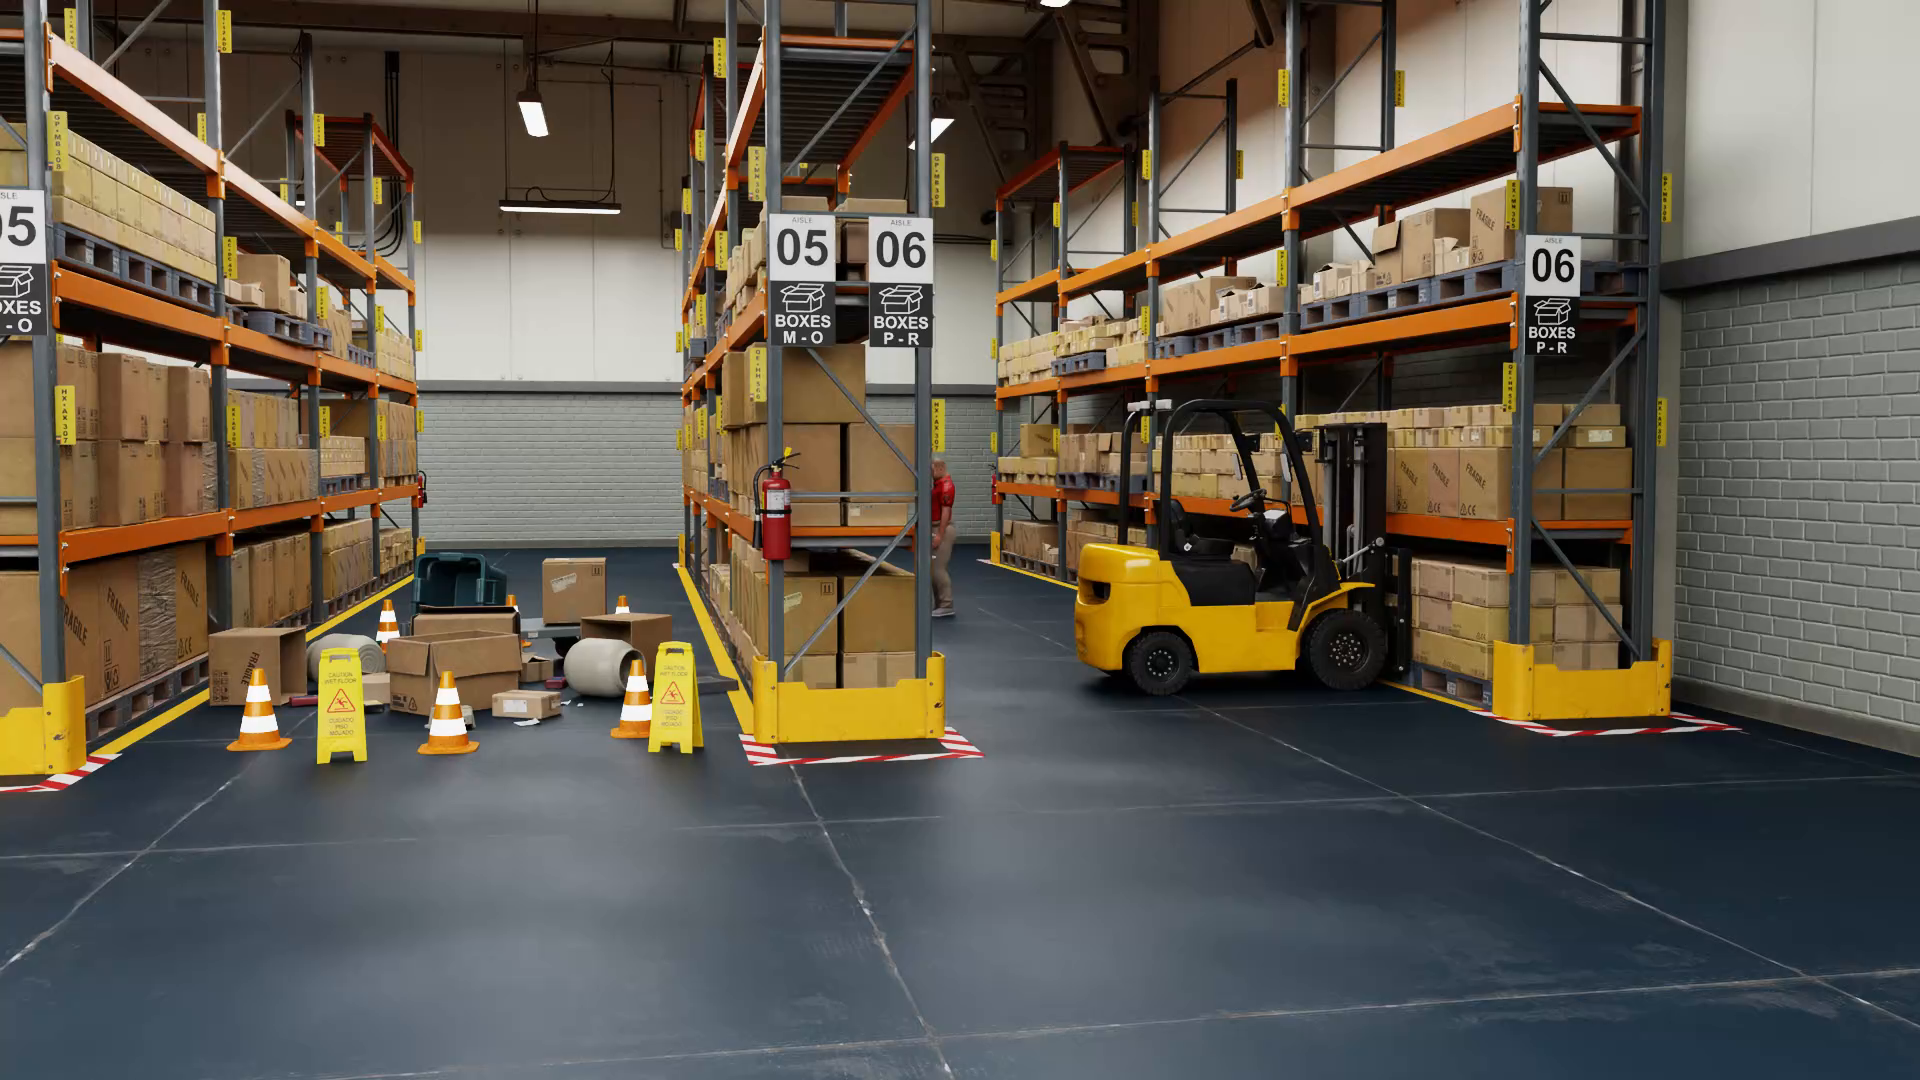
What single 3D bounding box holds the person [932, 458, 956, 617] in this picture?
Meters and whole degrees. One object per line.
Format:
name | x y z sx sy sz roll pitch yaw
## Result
person | -0.224 -0.033 18.065 0.357 1.717 0.534 -1 3 -10
